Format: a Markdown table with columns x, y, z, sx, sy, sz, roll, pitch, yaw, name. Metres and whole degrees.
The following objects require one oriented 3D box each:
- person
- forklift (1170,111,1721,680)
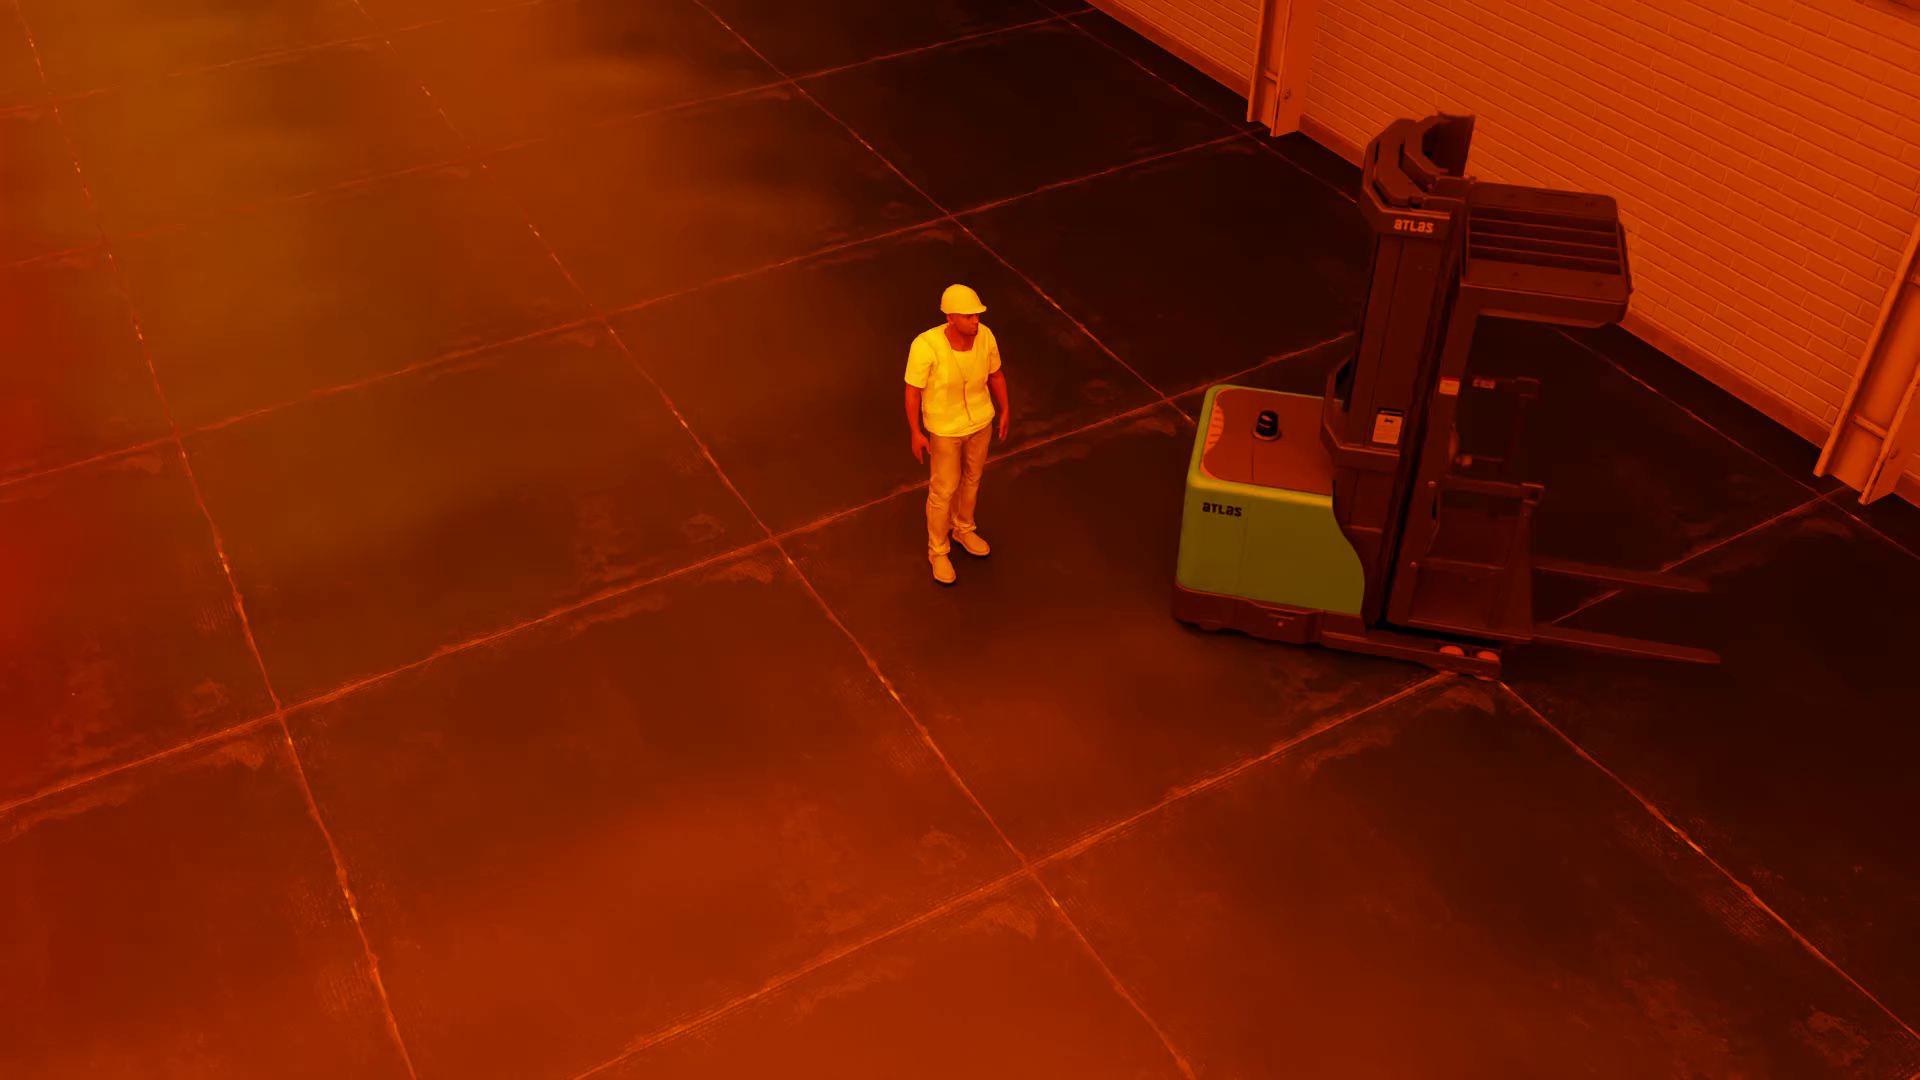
| x | y | z | sx | sy | sz | roll | pitch | yaw | name |
| --- | --- | --- | --- | --- | --- | --- | --- | --- | --- |
| 0.030 | -0.645 | 9.715 | 0.666 | 1.765 | 0.577 | -20 | 44 | -23 | person |
| 2.803 | -0.713 | 8.895 | 3.031 | 2.935 | 1.130 | 9 | 40 | 10 | forklift |
